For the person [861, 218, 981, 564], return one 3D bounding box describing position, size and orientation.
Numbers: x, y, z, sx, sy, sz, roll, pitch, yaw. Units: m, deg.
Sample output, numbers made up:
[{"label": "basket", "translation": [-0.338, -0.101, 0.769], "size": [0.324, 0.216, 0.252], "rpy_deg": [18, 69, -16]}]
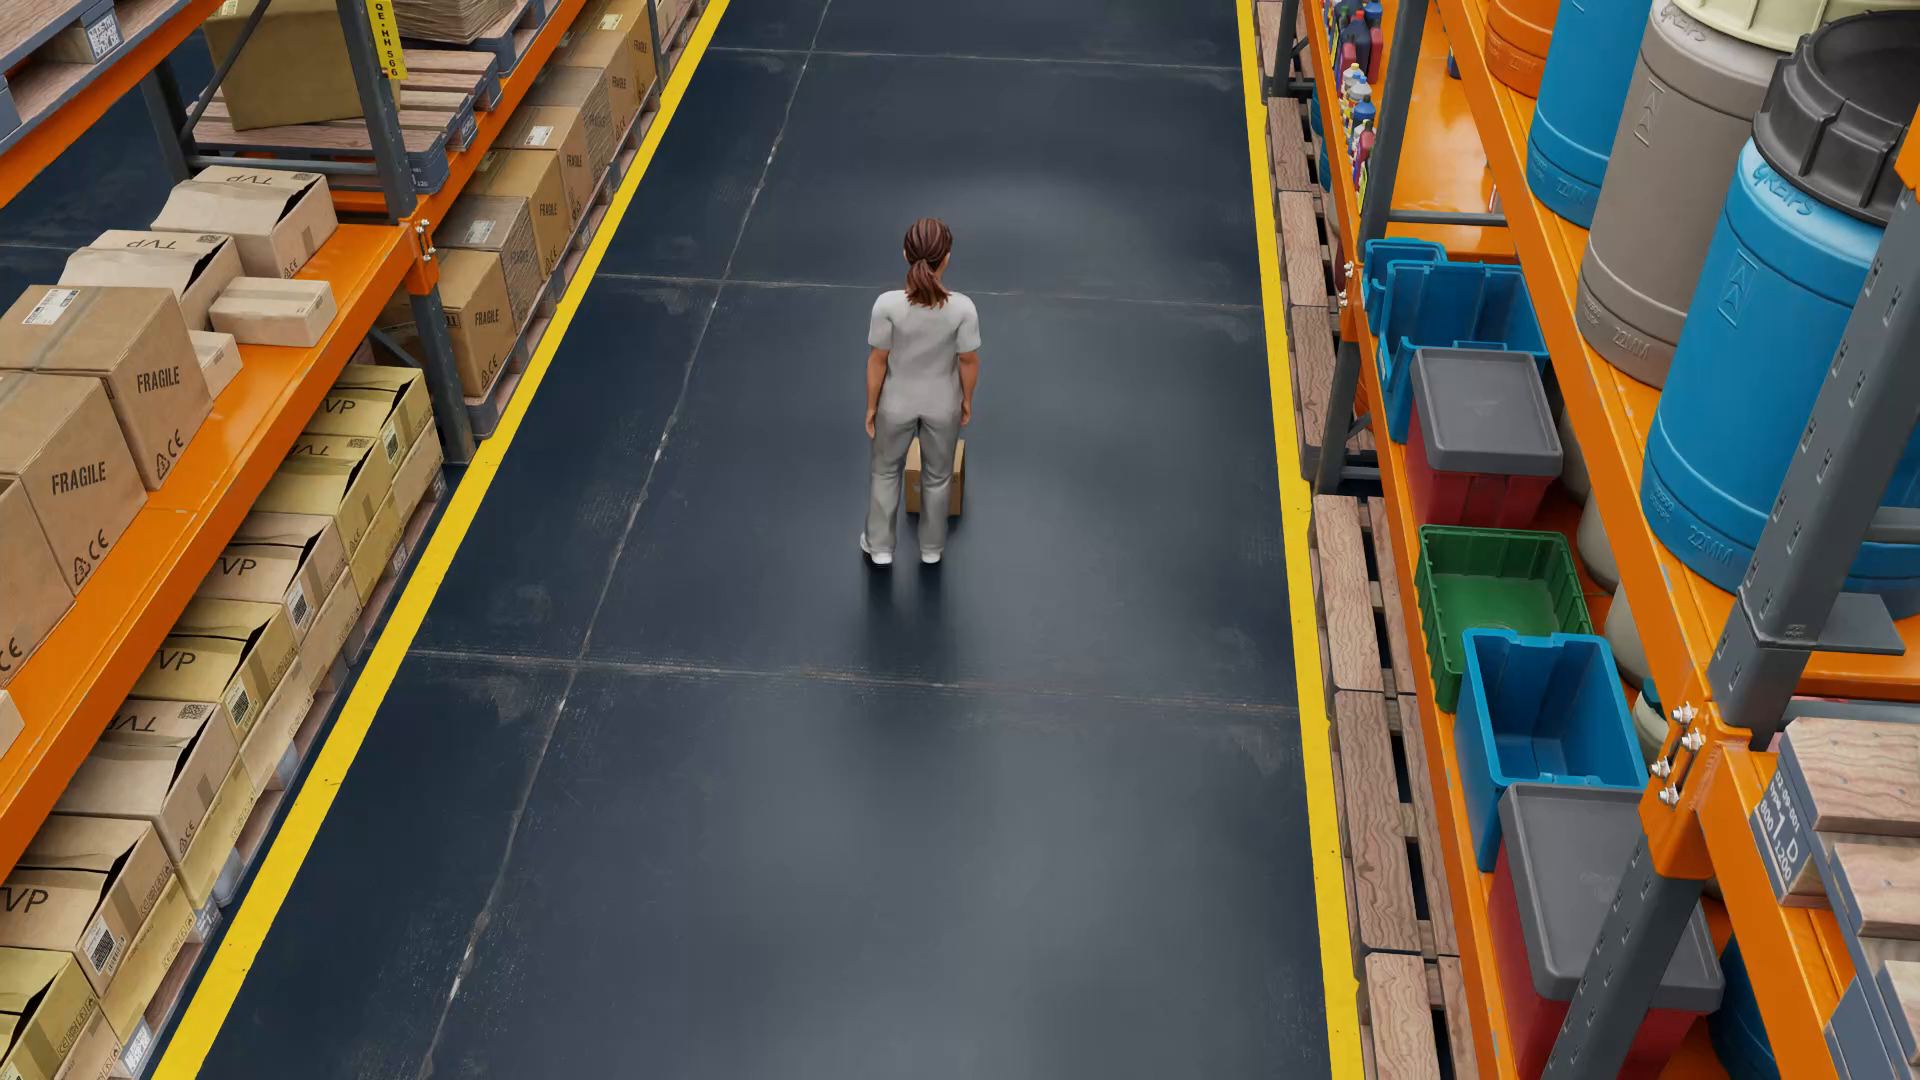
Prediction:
[{"label": "person", "translation": [-0.178, -0.563, 6.806], "size": [0.522, 1.702, 0.466], "rpy_deg": [-1, 40, -1]}]
